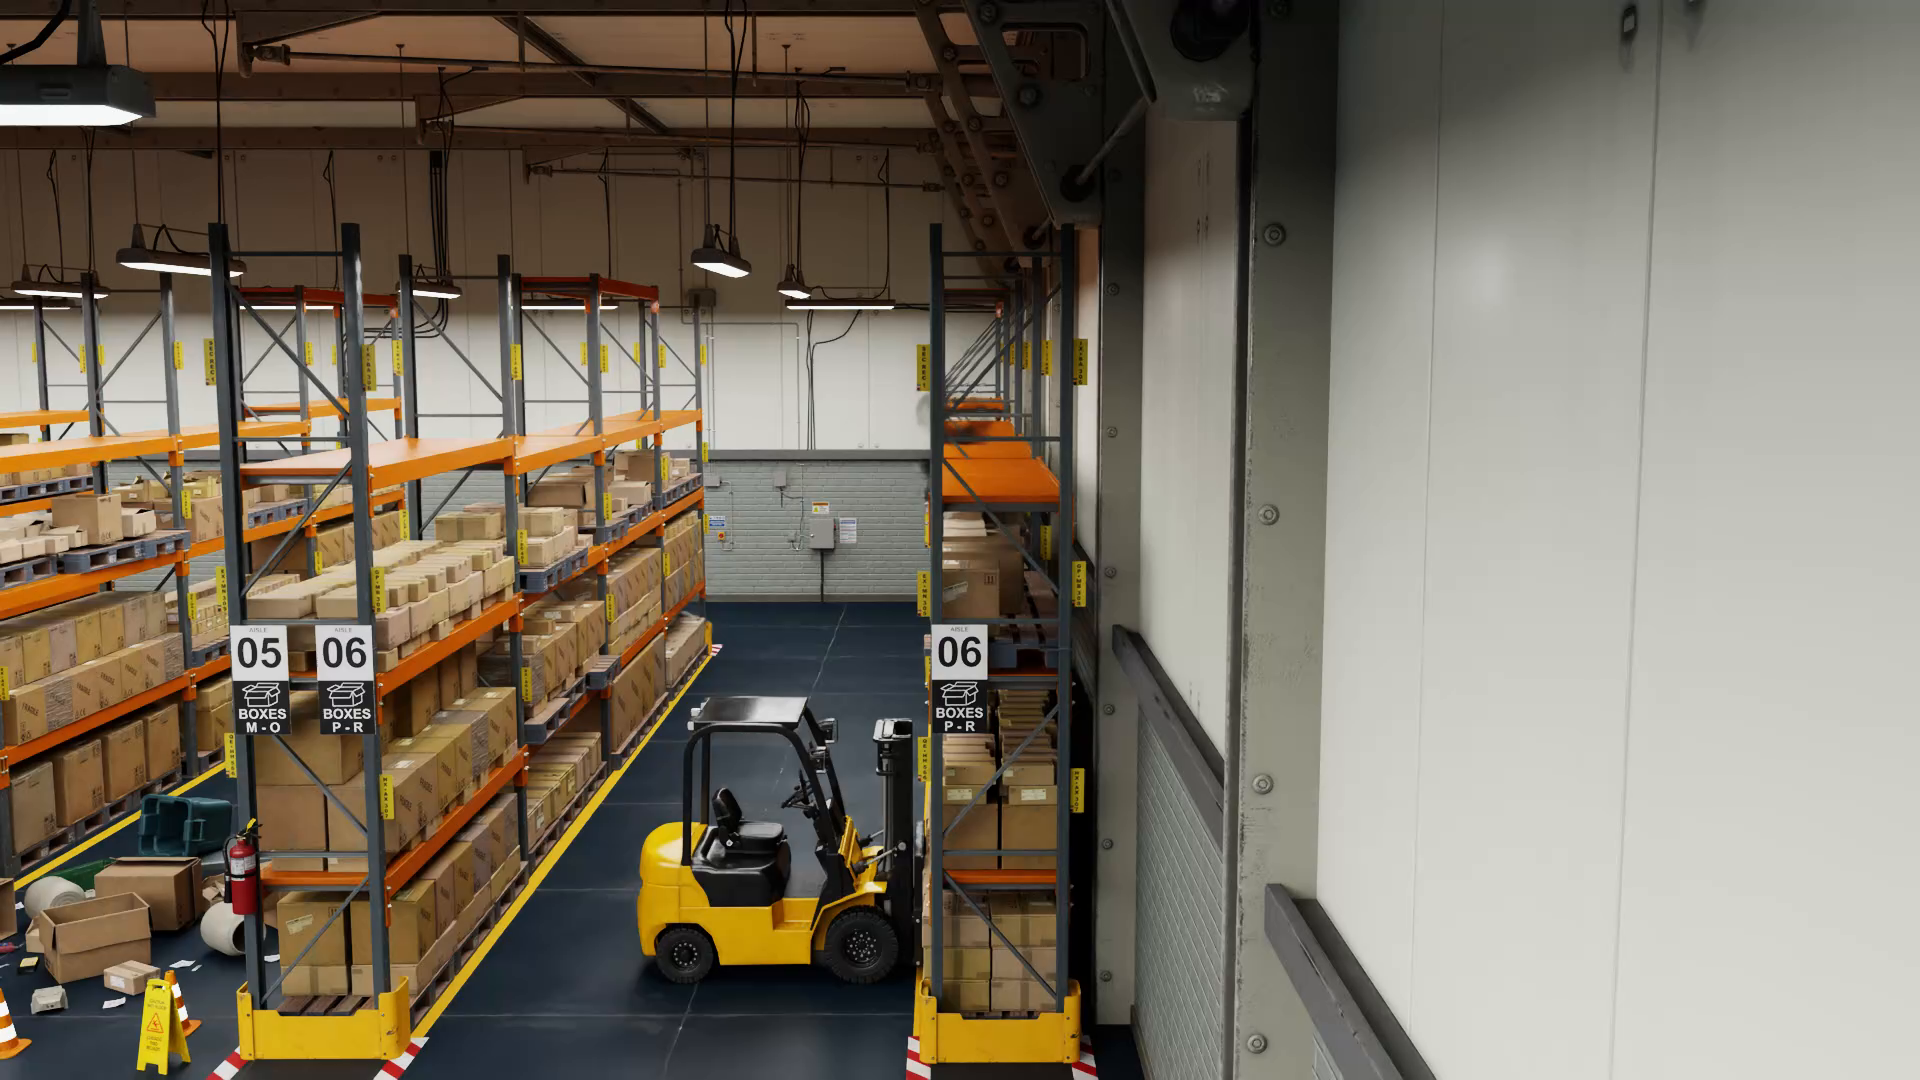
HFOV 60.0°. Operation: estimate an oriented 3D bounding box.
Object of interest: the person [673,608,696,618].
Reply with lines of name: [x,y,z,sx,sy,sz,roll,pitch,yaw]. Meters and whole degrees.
person: [-4.924,0.986,29.244,0.634,1.548,0.604,2,7,17]
